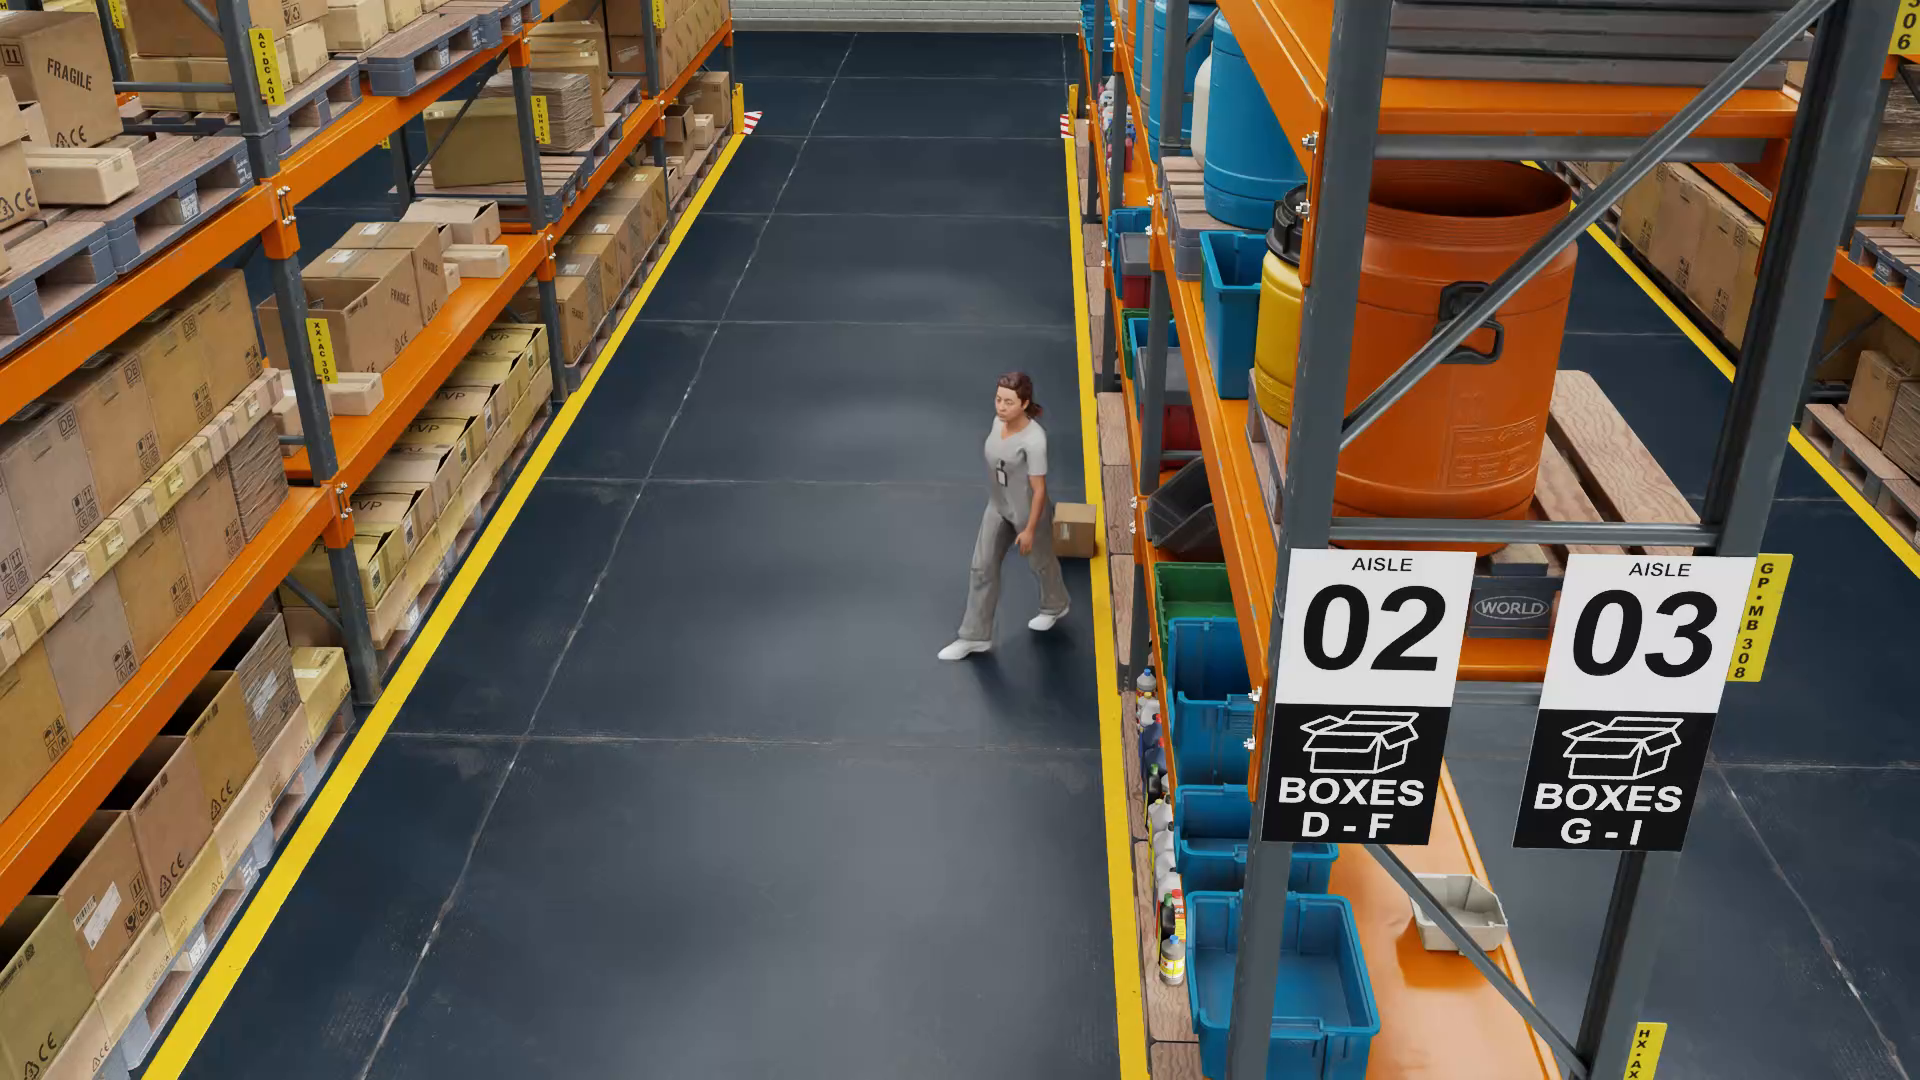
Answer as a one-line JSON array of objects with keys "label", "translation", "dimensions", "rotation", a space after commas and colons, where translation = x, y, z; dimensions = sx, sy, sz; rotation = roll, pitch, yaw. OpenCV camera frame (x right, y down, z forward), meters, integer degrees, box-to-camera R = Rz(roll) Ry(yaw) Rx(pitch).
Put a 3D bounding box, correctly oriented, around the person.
[{"label": "person", "translation": [0.327, -0.127, 8.886], "dimensions": [0.844, 1.645, 0.465], "rotation": [-24, 36, -37]}]
